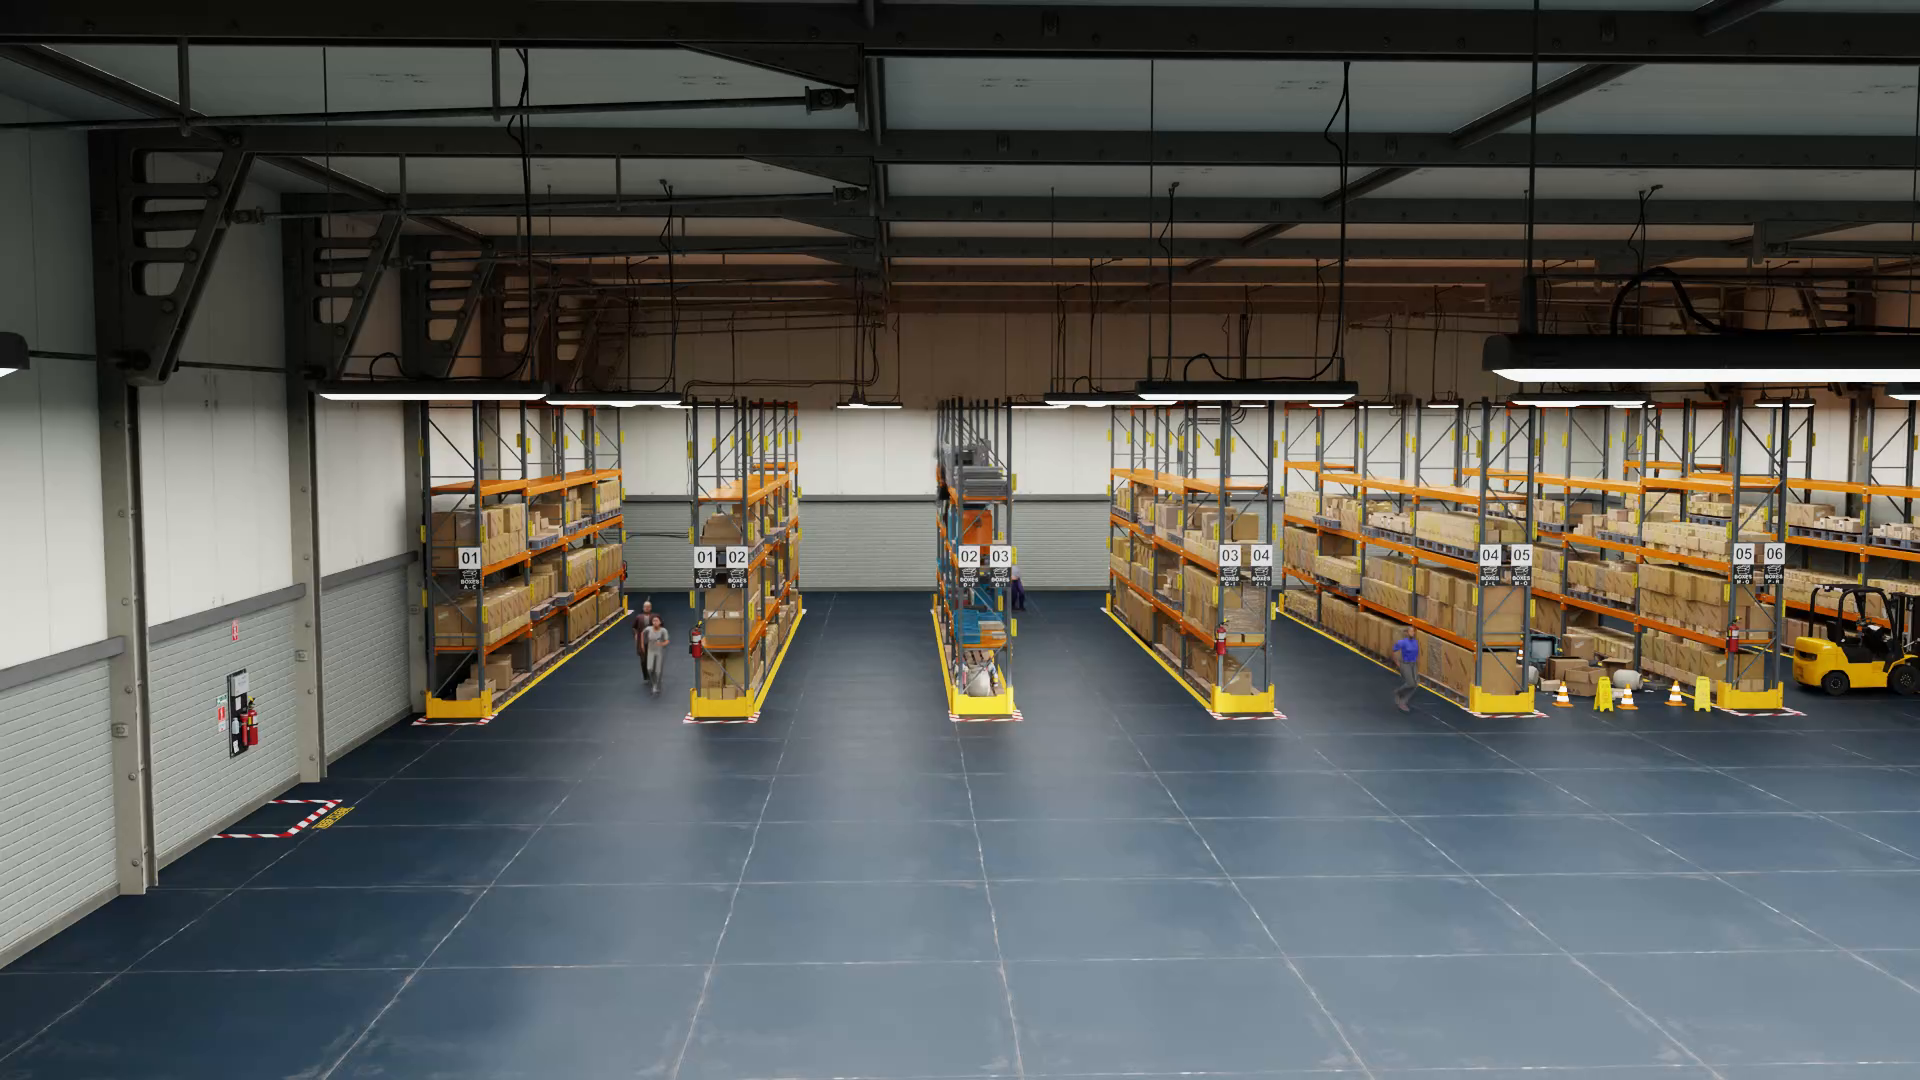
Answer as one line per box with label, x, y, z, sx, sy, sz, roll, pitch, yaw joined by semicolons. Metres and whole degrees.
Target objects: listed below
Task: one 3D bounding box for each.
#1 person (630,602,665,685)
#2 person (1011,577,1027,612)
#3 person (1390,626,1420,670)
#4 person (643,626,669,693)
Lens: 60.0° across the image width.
person;-6.570;2.158;34.950;0.707;1.725;0.667;-1;4;-7
person;1.510;1.264;47.582;0.653;1.644;0.623;-3;5;-36
person;8.649;2.124;31.843;0.584;0.726;0.361;-3;5;-32
person;-6.122;2.417;33.529;0.542;1.389;0.681;0;4;-2
